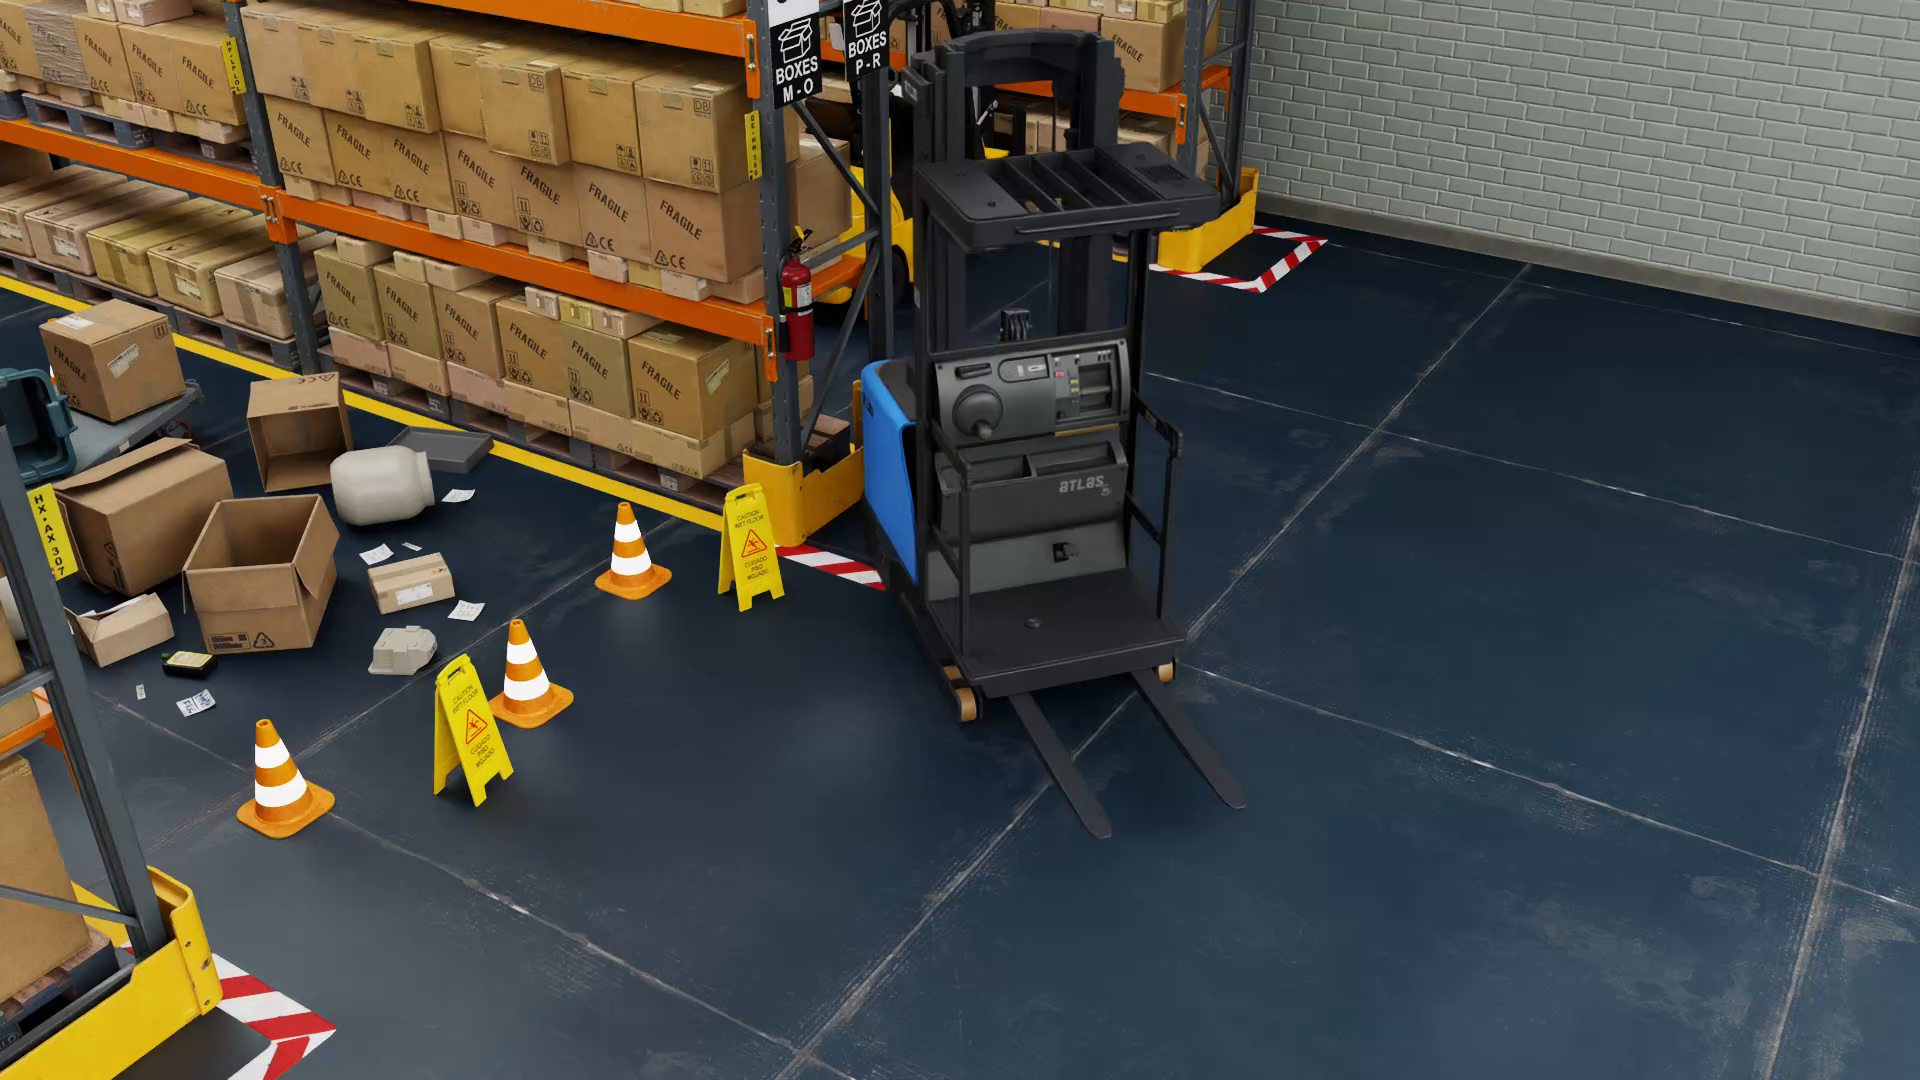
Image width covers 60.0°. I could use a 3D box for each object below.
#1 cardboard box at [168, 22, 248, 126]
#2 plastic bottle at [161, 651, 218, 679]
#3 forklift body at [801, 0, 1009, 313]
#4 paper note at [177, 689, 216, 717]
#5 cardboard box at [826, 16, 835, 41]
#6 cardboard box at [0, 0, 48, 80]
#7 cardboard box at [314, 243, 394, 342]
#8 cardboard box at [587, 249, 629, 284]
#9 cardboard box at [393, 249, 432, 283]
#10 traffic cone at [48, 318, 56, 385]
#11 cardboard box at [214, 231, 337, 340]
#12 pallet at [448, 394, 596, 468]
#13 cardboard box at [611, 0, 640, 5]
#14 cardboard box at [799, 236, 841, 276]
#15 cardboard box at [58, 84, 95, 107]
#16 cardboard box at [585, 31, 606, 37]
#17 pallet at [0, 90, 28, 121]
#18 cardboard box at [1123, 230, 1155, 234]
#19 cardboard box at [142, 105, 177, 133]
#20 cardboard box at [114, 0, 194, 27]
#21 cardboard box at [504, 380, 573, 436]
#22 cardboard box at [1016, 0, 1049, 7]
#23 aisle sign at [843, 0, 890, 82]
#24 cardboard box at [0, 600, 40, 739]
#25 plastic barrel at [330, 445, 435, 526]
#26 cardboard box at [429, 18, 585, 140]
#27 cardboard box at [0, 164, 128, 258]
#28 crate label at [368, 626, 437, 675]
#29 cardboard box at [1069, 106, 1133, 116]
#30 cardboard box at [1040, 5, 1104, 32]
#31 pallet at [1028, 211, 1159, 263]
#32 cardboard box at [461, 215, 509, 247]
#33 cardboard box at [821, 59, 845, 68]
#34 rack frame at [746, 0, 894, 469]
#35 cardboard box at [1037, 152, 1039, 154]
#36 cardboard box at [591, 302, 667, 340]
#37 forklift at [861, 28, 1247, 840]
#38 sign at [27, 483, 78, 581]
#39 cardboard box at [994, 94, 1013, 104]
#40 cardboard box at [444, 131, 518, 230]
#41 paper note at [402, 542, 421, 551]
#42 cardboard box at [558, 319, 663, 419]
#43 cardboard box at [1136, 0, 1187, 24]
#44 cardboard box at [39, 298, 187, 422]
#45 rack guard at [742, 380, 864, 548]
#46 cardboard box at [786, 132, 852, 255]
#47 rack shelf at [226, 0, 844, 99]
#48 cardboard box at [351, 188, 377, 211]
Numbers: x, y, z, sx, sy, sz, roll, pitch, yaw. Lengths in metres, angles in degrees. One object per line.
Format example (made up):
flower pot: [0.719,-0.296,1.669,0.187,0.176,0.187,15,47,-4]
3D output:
cardboard box: [-4.594,-2.967,10.548,0.500,0.500,0.500,17,34,26]
plastic bottle: [-3.803,0.606,8.150,0.283,0.061,0.133,6,31,10]
forklift body: [-0.633,-2.999,12.256,1.214,2.155,2.313,18,35,27]
paper note: [-3.629,0.773,7.897,0.144,0.017,0.142,-21,36,-32]
cardboard box: [-0.758,-4.388,13.696,0.500,0.500,0.500,18,35,28]
cardboard box: [-6.312,-3.518,11.492,0.500,0.500,0.500,18,35,28]
cardboard box: [-3.725,-1.633,10.639,0.500,0.500,0.500,19,35,30]
cardboard box: [-1.837,-1.571,9.216,0.250,0.149,0.380,18,35,28]
cardboard box: [-3.214,-1.717,10.140,0.250,0.149,0.380,19,35,29]
traffic cone: [-5.875,-1.227,10.894,0.334,0.463,0.336,18,35,27]
cardboard box: [-4.526,-1.774,11.505,0.625,0.372,0.950,18,35,28]
pallet: [-2.456,-0.893,10.570,1.213,0.211,1.003,18,35,27]
cardboard box: [-1.579,-2.818,8.377,0.250,0.149,0.380,19,35,29]
cardboard box: [-0.870,-1.588,9.244,0.250,0.149,0.380,18,35,28]
cardboard box: [-5.949,-3.113,11.441,0.250,0.149,0.380,19,35,29]
cardboard box: [-3.754,-4.590,16.082,0.625,0.625,0.875,19,35,29]
pallet: [-6.808,-3.432,12.346,1.003,0.211,1.213,18,35,27]
cardboard box: [1.377,-2.621,13.078,0.500,0.250,0.500,18,35,28]
cardboard box: [-5.115,-2.813,10.928,0.250,0.149,0.380,17,34,27]
cardboard box: [-5.182,-3.428,10.694,0.250,0.149,0.380,16,34,26]
cardboard box: [-2.401,-0.892,10.114,0.500,0.250,0.500,16,34,26]
cardboard box: [0.626,-4.207,12.741,0.250,0.149,0.380,16,34,26]
aisle sign: [-0.476,-2.755,8.416,0.004,0.787,0.394,18,35,27]
cardboard box: [-3.577,0.478,5.305,0.550,0.550,0.875,18,35,27]
plastic barrel: [-3.247,-0.311,9.363,0.512,0.421,0.421,-9,32,-15]
cardboard box: [-2.502,-2.588,9.323,0.500,0.500,0.700,17,34,27]
cardboard box: [-6.995,-2.551,12.836,0.625,0.372,0.950,15,34,24]
crate label: [-2.744,0.536,8.196,0.298,0.136,0.250,1,30,2]
cardboard box: [1.211,-3.404,13.427,0.500,0.250,0.500,18,35,27]
cardboard box: [0.952,-3.842,12.760,0.500,0.500,0.500,19,35,29]
pallet: [1.273,-2.619,13.529,1.213,0.211,1.003,18,35,27]
cardboard box: [-2.678,-1.856,9.704,0.250,0.149,0.380,17,34,27]
cardboard box: [-0.925,-4.084,14.593,0.500,0.250,0.500,18,35,28]
rack frame: [-0.693,-1.517,8.873,0.127,3.000,1.000,18,35,27]
cardboard box: [0.945,-2.982,13.200,0.500,0.250,0.500,17,34,27]
cardboard box: [-1.857,-1.287,9.404,0.250,0.149,0.380,19,35,29]
forklift: [0.406,-0.640,7.439,1.130,2.935,3.031,-9,32,-16]
sign: [-2.939,-0.020,5.370,0.005,0.325,0.100,18,35,27]
cardboard box: [0.094,-3.456,13.517,0.500,0.250,0.500,17,34,26]
cardboard box: [-2.562,-2.132,9.533,0.500,0.500,0.500,18,35,28]
paper note: [-3.026,0.036,9.178,0.123,0.001,0.032,18,35,27]
cardboard box: [-1.954,-1.076,9.685,0.500,0.500,0.500,19,35,29]
cardboard box: [1.500,-3.933,12.272,0.250,0.149,0.380,18,35,28]
cardboard box: [-5.002,-1.068,9.833,0.500,0.500,0.500,18,35,27]
rack guard: [-0.757,-0.457,9.538,0.348,0.500,1.175,18,35,27]
cardboard box: [-0.947,-1.934,9.193,0.500,0.500,0.500,17,34,27]
rack shelf: [-2.387,-3.037,9.217,4.000,0.370,1.077,18,35,27]
cardboard box: [-3.502,-2.155,10.216,0.250,0.149,0.380,17,34,27]
